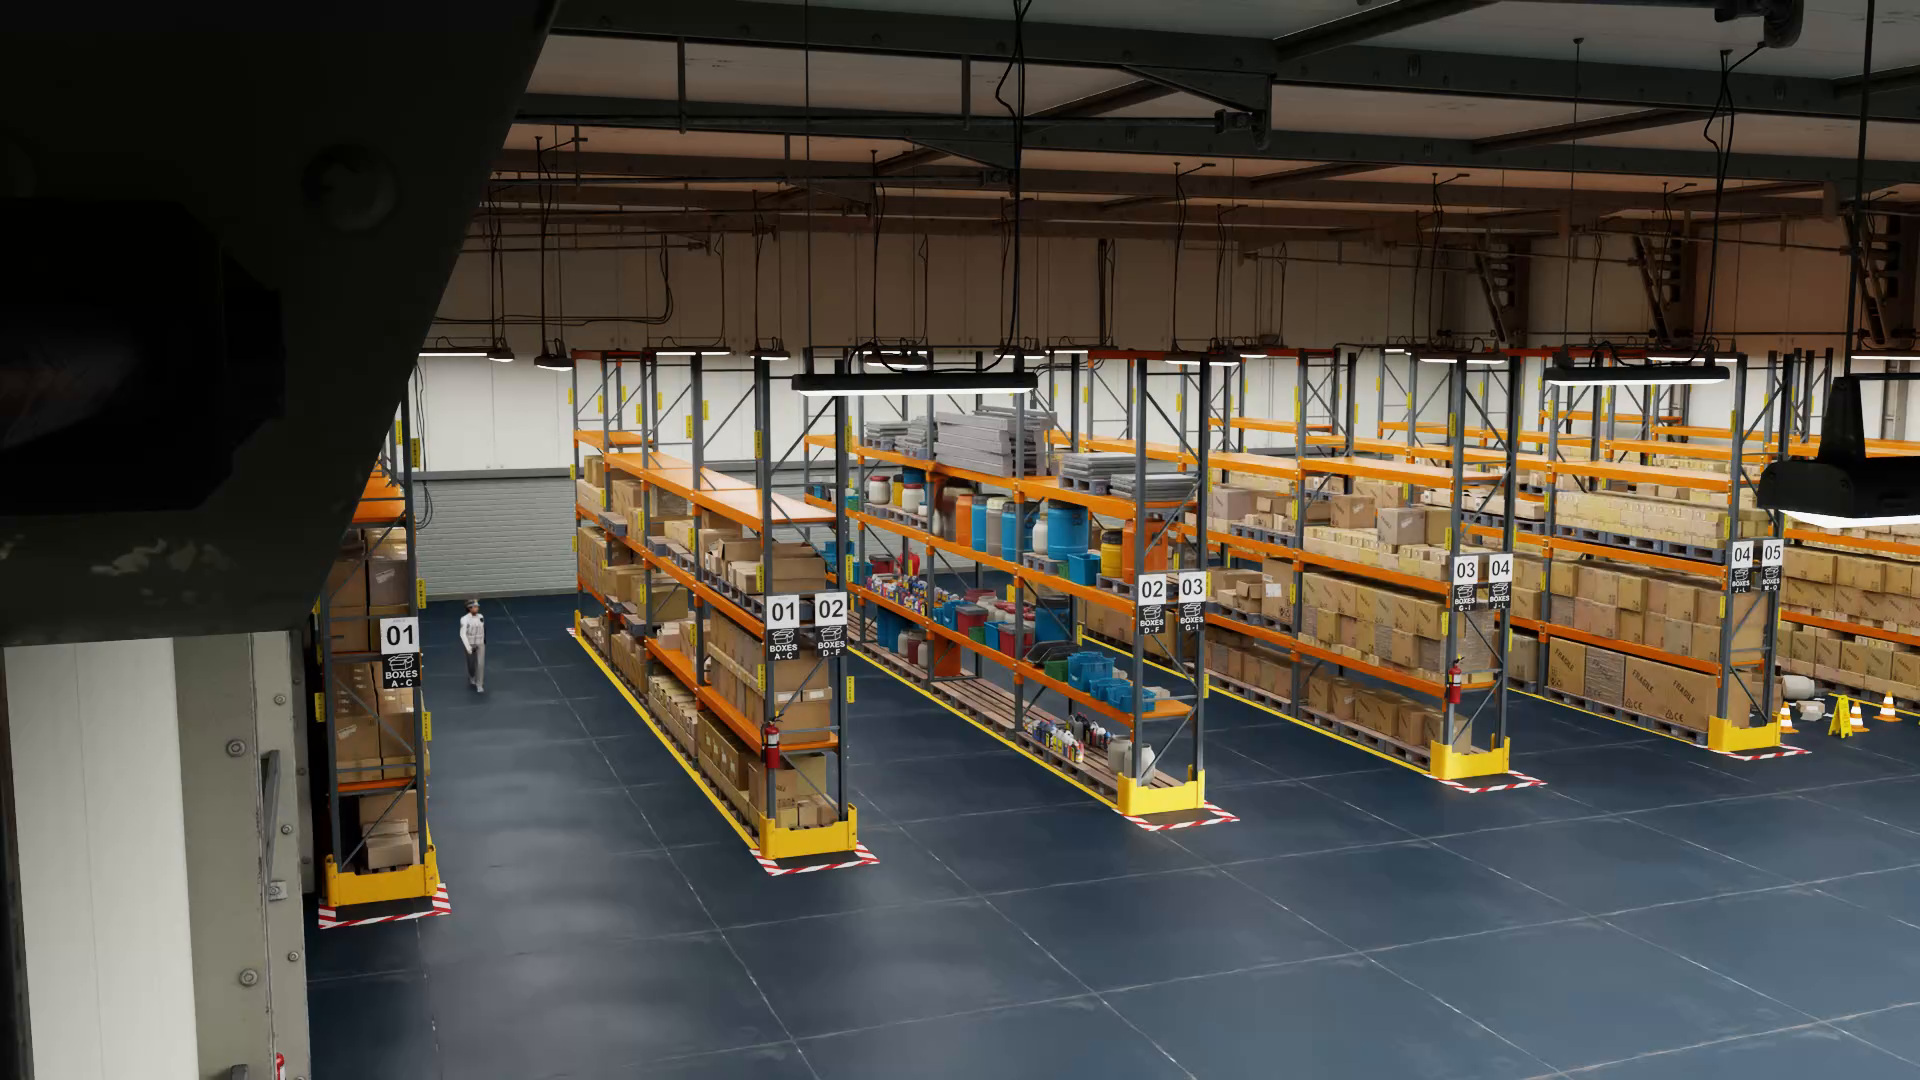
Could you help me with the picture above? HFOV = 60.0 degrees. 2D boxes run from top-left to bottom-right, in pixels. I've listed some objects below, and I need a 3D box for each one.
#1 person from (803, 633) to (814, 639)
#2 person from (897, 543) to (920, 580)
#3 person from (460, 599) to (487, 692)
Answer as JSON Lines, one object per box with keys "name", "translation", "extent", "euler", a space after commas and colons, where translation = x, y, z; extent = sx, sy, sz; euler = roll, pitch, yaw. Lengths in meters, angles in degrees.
{"name": "person", "translation": [-2.935, 1.579, 31.595], "extent": [0.680, 1.808, 0.878], "euler": [-3, 8, -20]}
{"name": "person", "translation": [-1.083, 0.900, 36.864], "extent": [0.603, 1.653, 1.055], "euler": [-4, 8, -26]}
{"name": "person", "translation": [-8.632, 1.849, 29.519], "extent": [0.441, 1.643, 0.962], "euler": [-2, 7, -14]}
